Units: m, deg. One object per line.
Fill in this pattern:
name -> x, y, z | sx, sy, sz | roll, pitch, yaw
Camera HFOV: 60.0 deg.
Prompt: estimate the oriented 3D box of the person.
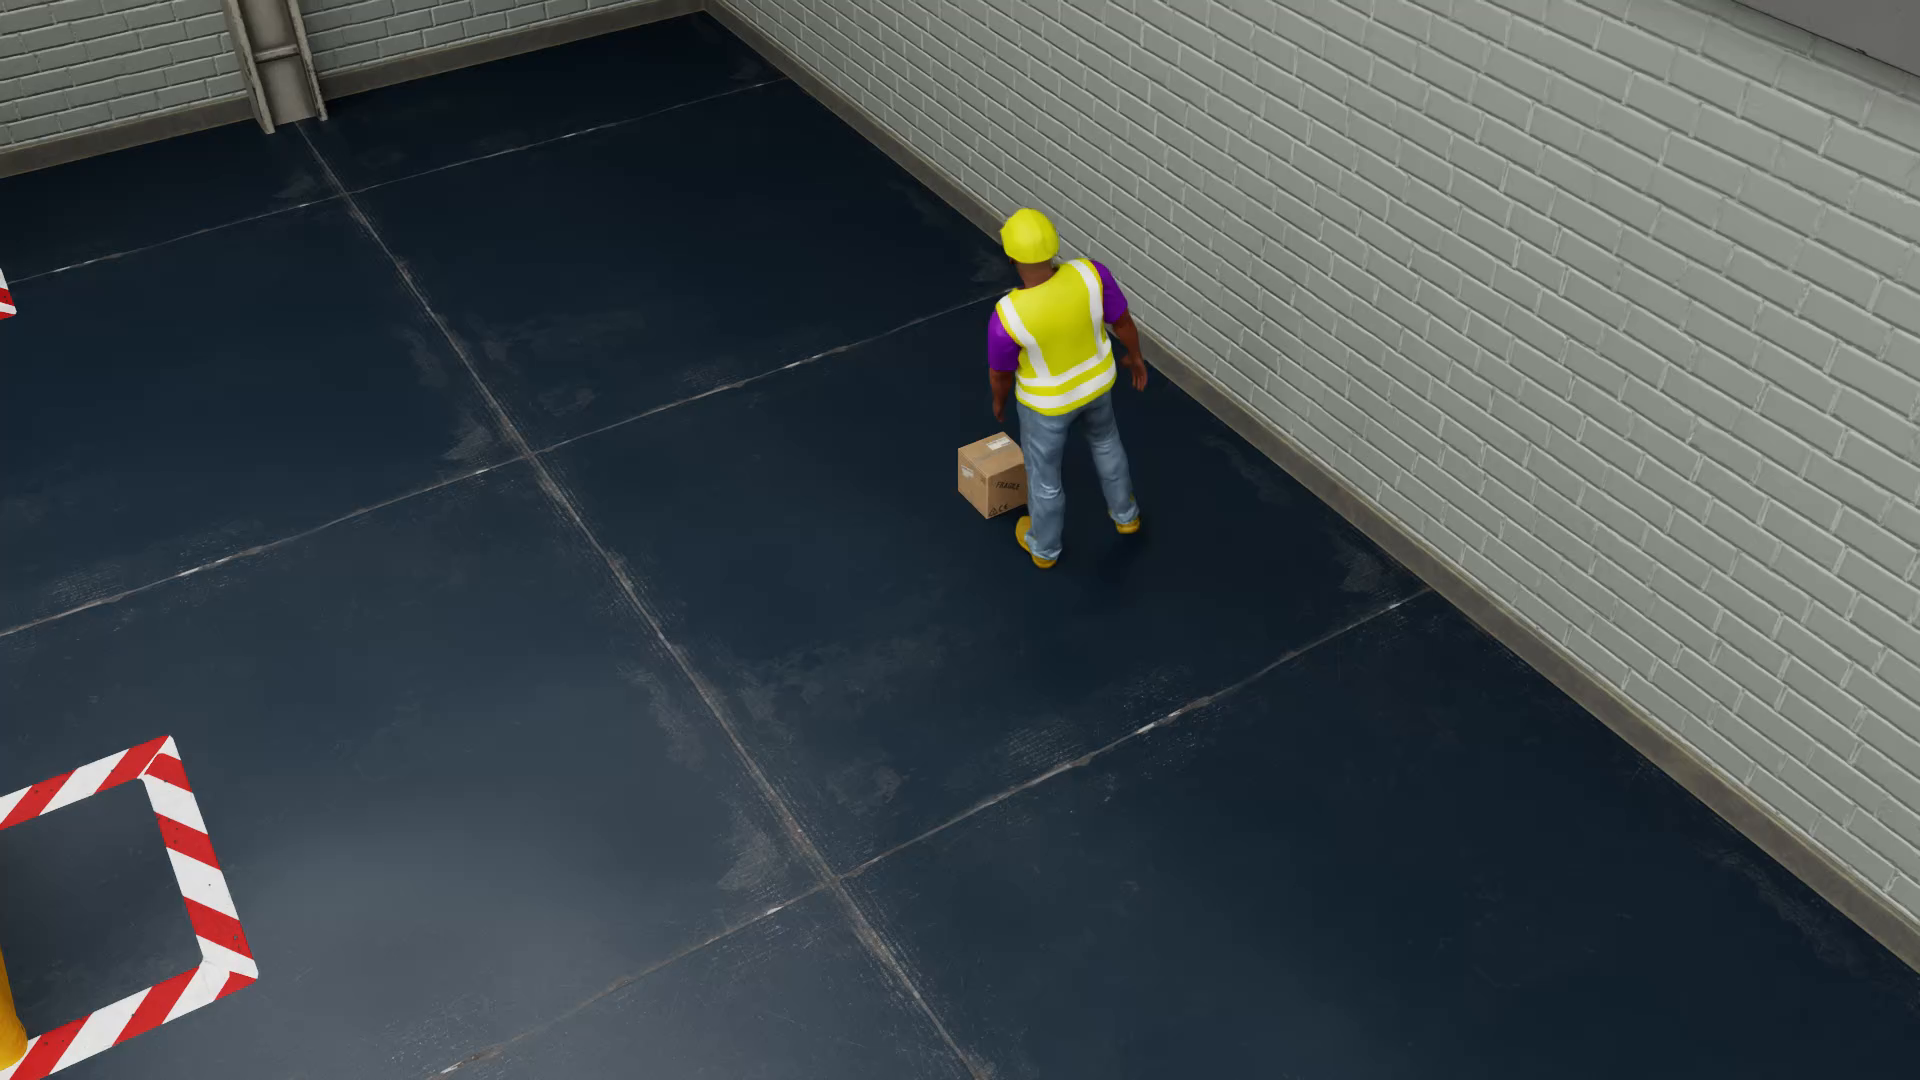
person -> 0.435, -0.641, 6.881 | 0.815, 1.770, 0.426 | -23, 45, -24
